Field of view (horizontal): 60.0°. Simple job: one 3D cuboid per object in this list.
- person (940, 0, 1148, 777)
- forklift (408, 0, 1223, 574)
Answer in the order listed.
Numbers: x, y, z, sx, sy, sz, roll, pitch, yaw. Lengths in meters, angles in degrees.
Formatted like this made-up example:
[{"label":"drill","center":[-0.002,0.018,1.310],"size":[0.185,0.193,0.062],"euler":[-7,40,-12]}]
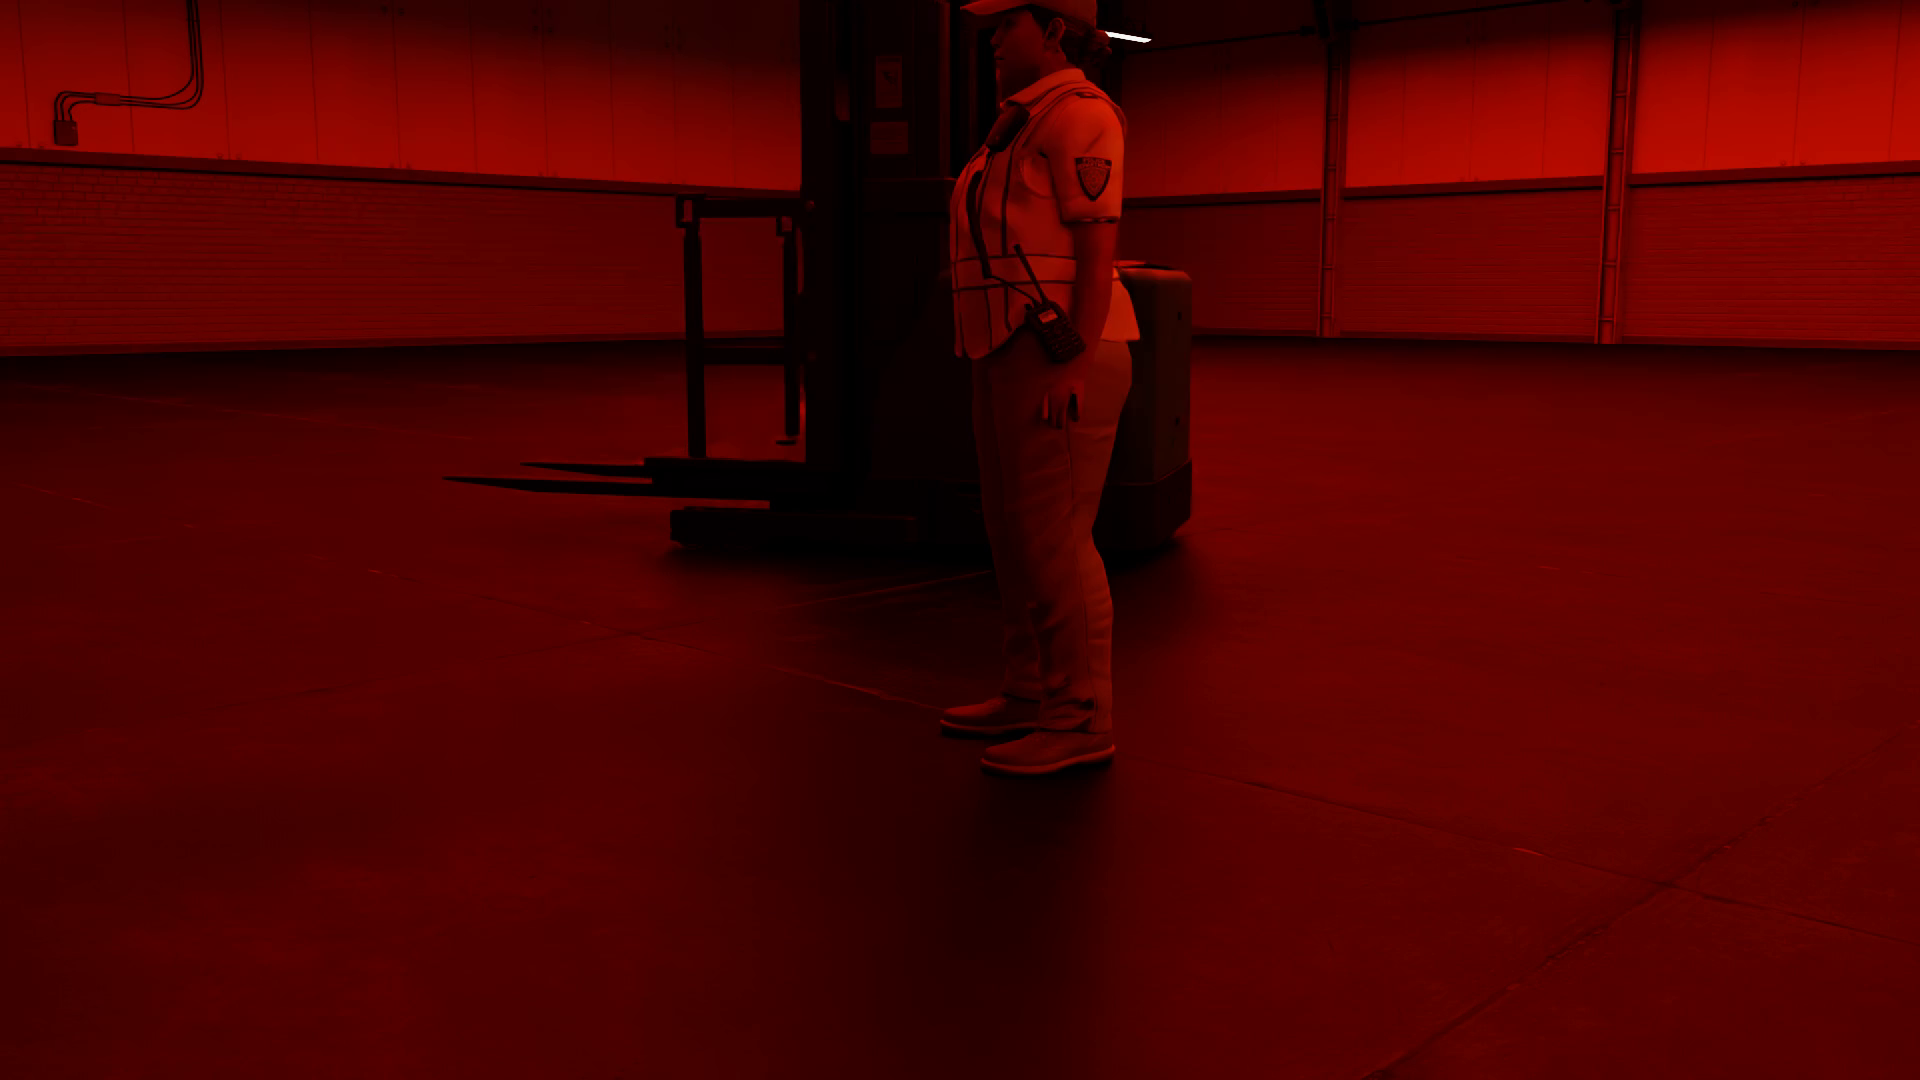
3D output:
[{"label":"person","center":[0.178,-0.360,3.539],"size":[0.395,1.668,0.487],"euler":[-2,9,-13]},{"label":"forklift","center":[-0.551,-1.418,6.289],"size":[3.031,2.935,1.130],"euler":[-3,9,-18]}]
